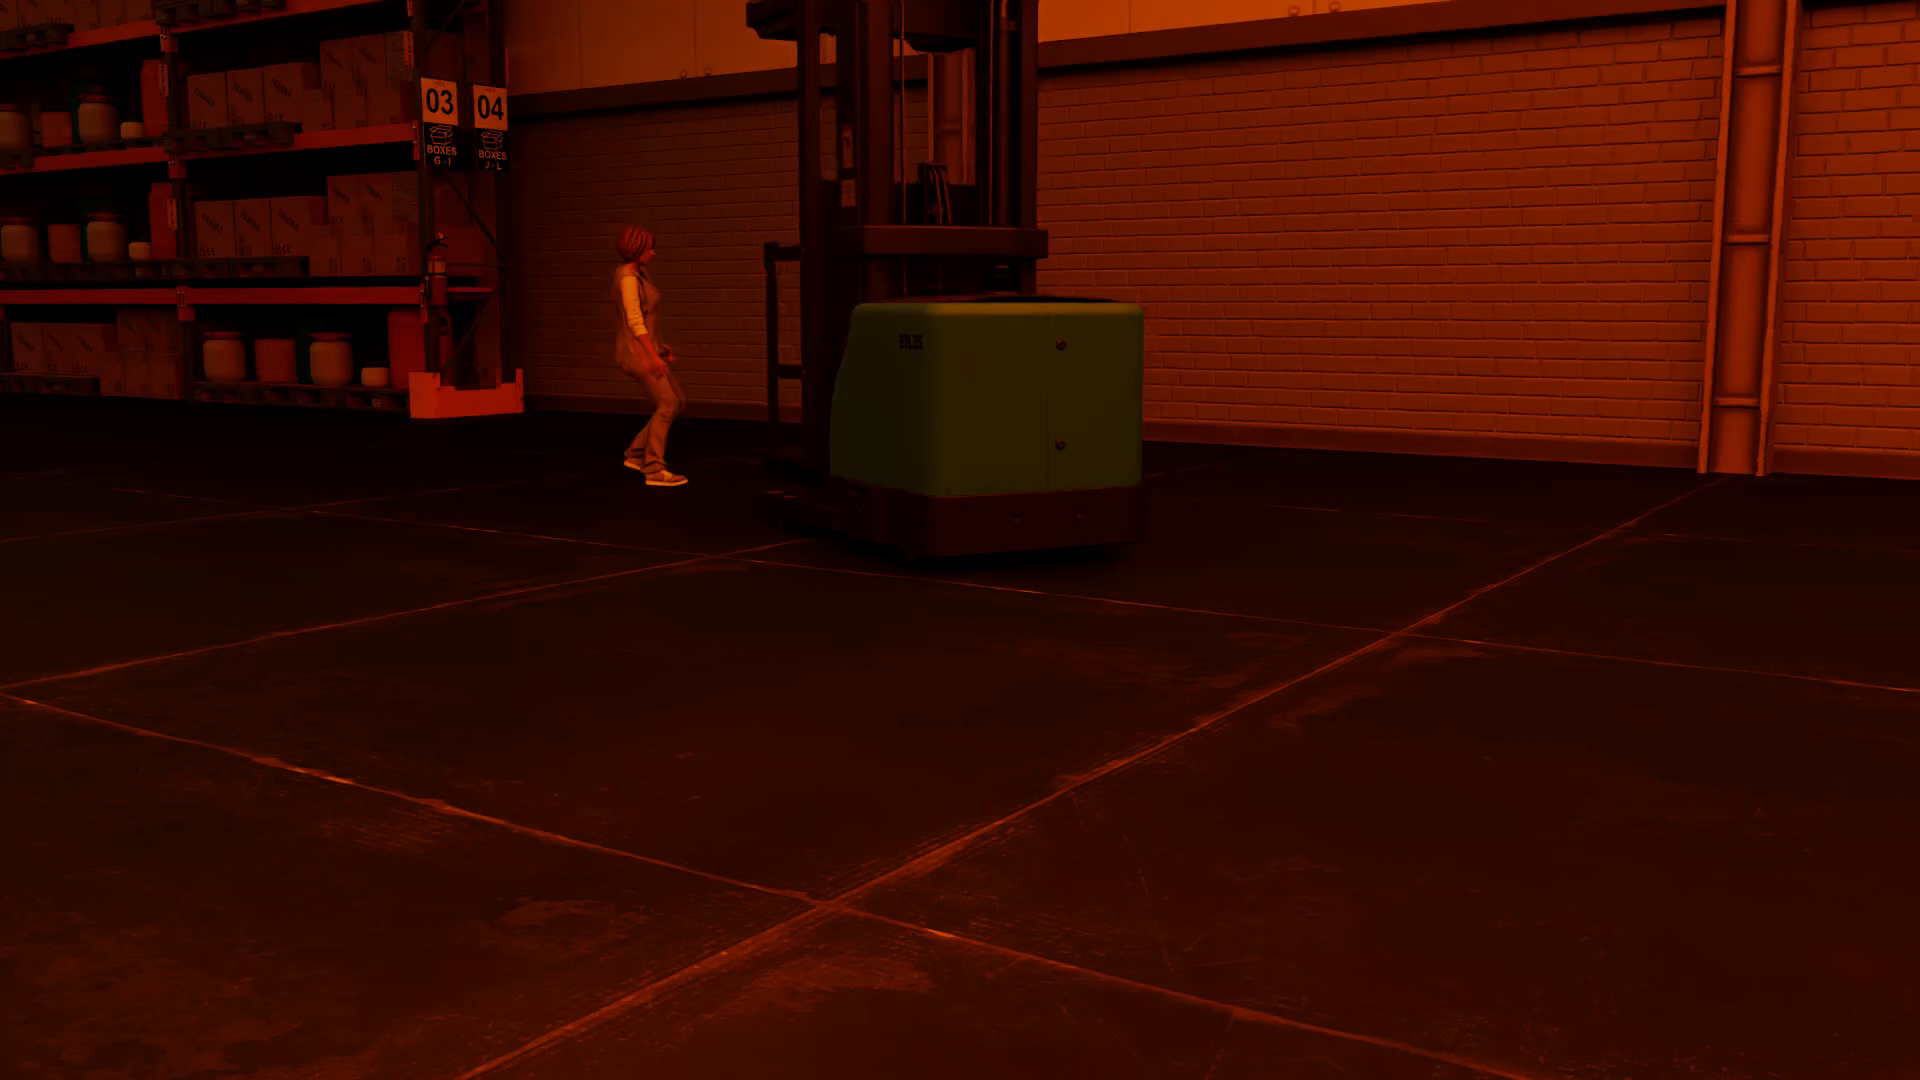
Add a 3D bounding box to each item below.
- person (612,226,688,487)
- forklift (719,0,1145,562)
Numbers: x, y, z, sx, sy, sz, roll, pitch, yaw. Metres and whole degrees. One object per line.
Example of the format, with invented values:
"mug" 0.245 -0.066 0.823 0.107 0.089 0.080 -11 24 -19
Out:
"person" -1.832 -1.099 9.902 0.449 1.515 0.647 0 8 -2
"forklift" -0.347 -1.531 7.960 1.130 2.935 3.031 -4 9 -28
